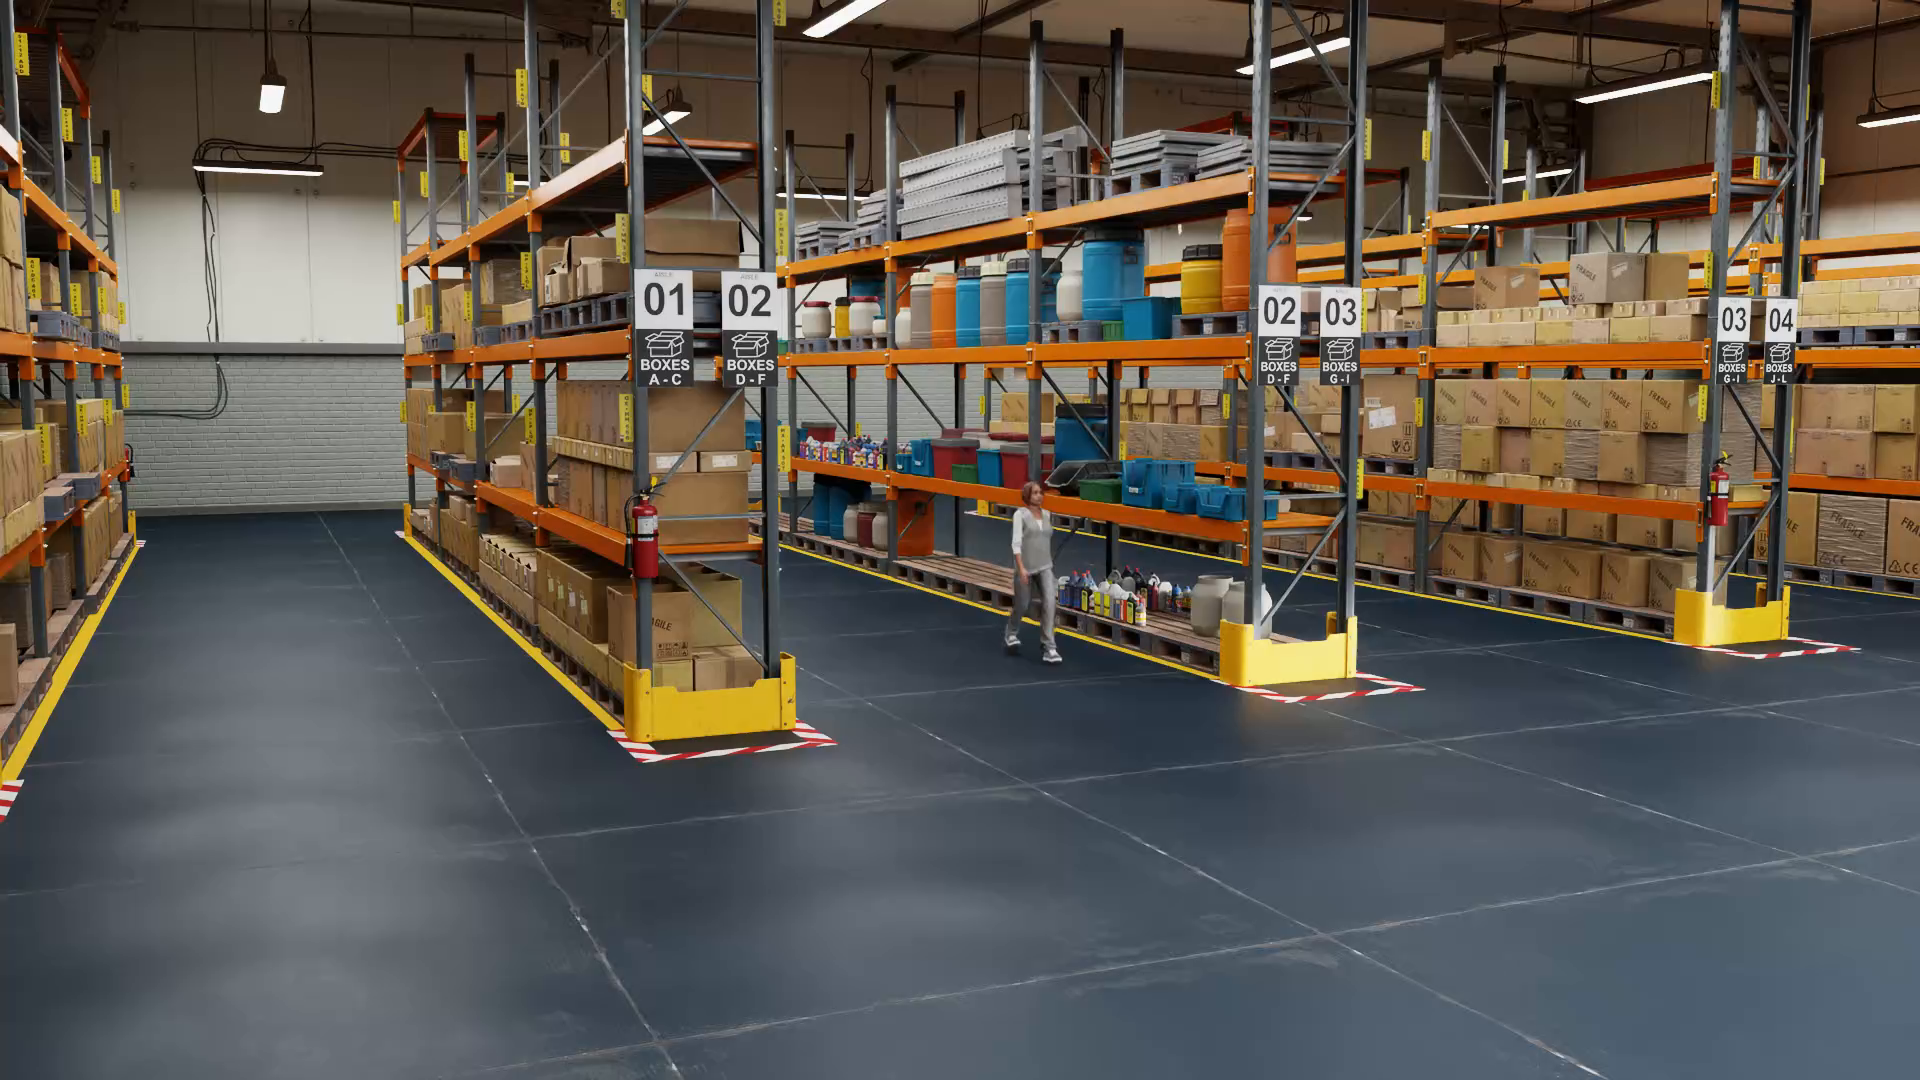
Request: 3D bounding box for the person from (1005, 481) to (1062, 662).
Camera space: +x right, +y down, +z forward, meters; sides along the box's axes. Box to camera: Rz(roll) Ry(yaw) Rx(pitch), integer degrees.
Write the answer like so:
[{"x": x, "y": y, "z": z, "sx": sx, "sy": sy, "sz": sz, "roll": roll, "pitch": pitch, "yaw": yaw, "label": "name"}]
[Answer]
[{"x": 0.629, "y": 0.256, "z": 14.546, "sx": 0.412, "sy": 1.543, "sz": 0.929, "roll": -2, "pitch": 6, "yaw": -21, "label": "person"}]
